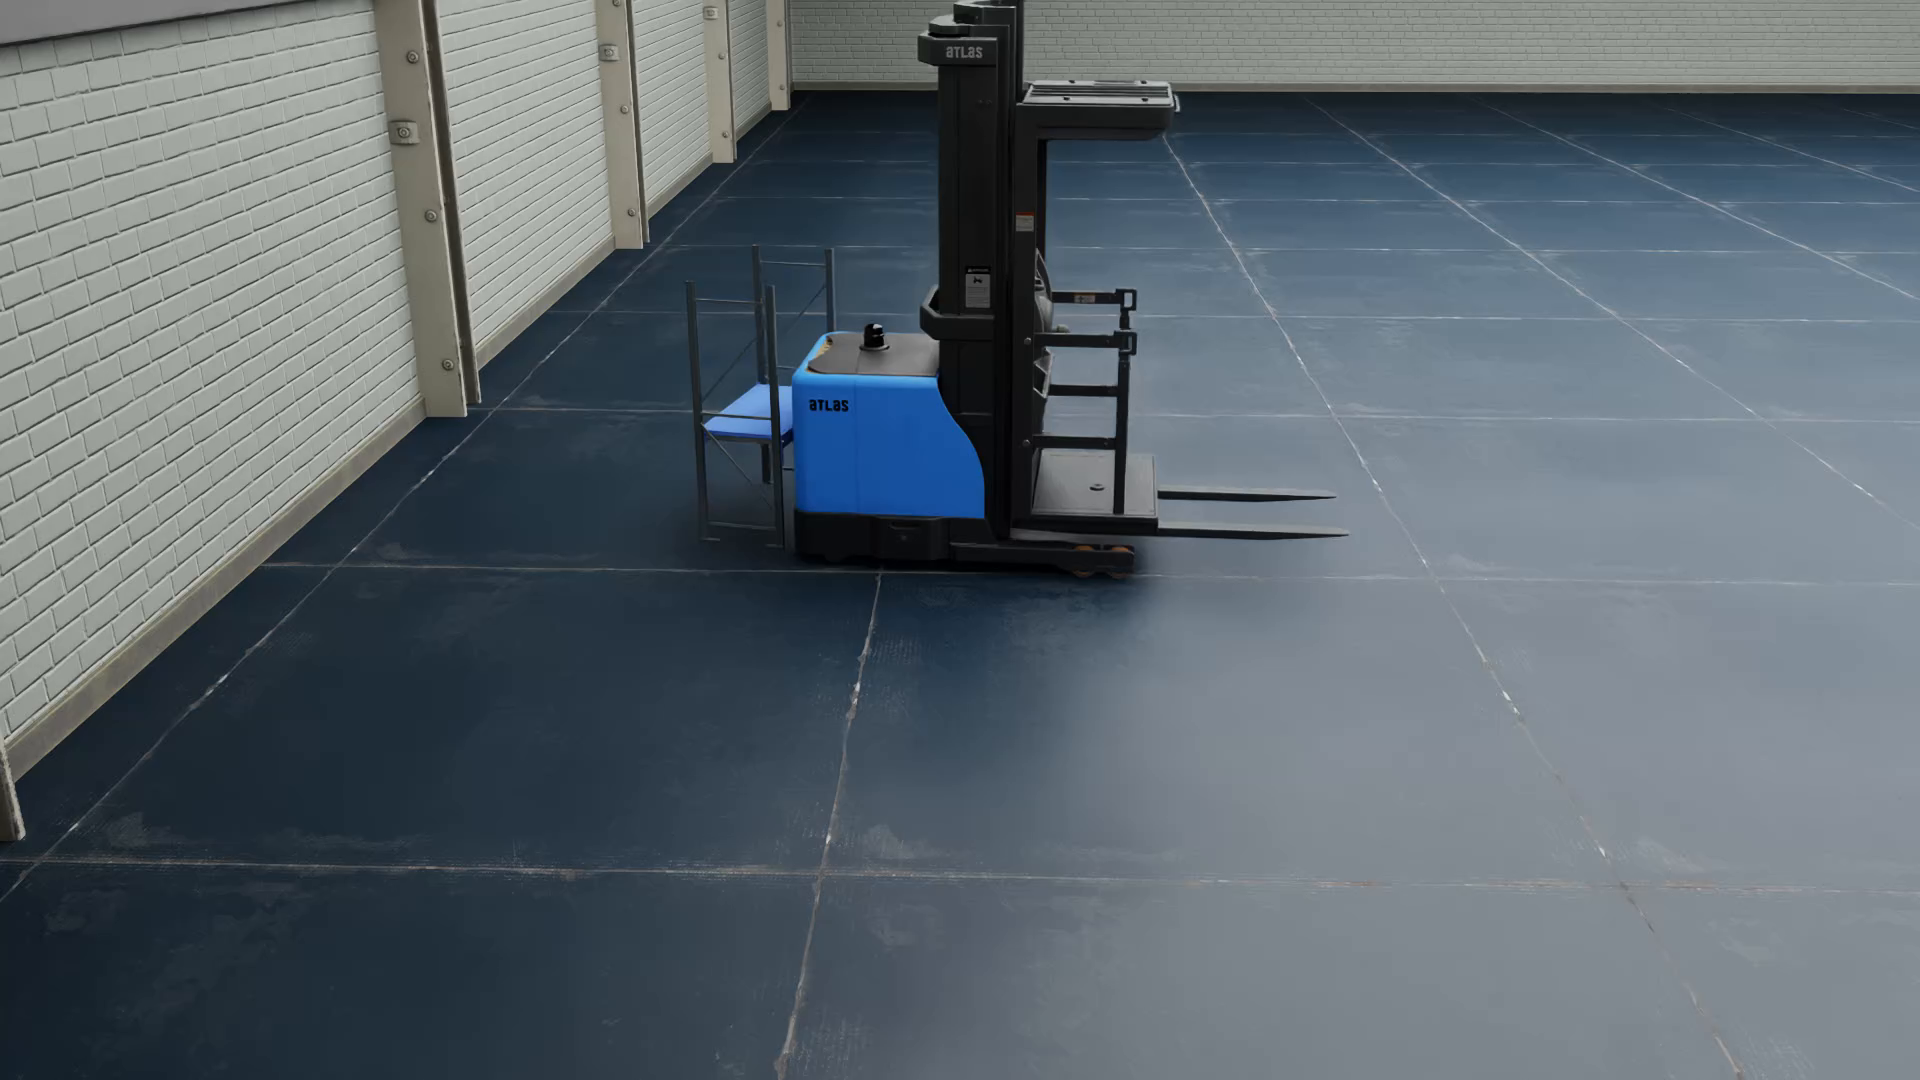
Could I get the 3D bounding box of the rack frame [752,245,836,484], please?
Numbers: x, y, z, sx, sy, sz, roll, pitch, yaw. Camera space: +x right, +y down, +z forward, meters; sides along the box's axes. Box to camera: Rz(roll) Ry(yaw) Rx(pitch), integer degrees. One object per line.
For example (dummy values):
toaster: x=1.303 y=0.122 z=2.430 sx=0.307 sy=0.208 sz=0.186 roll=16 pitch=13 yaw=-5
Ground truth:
rack frame: x=-0.993 y=-1.038 z=10.130 sx=0.500 sy=1.500 sz=0.032 roll=5 pitch=22 yaw=13

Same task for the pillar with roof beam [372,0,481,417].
pillar with roof beam: x=0.649 y=-5.092 z=10.213 sx=9.100 sy=9.000 sz=0.400 roll=1 pitch=21 yaw=2

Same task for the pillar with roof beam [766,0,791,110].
pillar with roof beam: x=1.197 y=-11.600 z=26.986 sx=9.100 sy=9.000 sz=0.400 roll=1 pitch=21 yaw=2

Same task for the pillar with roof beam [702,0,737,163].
pillar with roof beam: x=1.014 y=-9.431 z=21.395 sx=9.100 sy=9.000 sz=0.400 roll=1 pitch=21 yaw=2

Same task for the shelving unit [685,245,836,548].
shelving unit: x=-1.116 y=-0.859 z=9.670 sx=0.538 sy=1.500 sz=1.048 roll=5 pitch=22 yaw=13

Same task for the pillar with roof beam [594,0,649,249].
pillar with roof beam: x=0.832 y=-7.262 z=15.804 sx=9.100 sy=9.000 sz=0.400 roll=1 pitch=21 yaw=2

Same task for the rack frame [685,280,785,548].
rack frame: x=-1.239 y=-0.681 z=9.210 sx=0.500 sy=1.500 sz=0.032 roll=5 pitch=22 yaw=13

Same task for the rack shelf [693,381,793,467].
rack shelf: x=-1.116 y=-0.692 z=9.735 sx=0.538 sy=0.185 sz=1.000 roll=5 pitch=22 yaw=13

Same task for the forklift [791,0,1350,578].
forklift: x=0.633 y=-1.362 z=8.988 sx=3.031 sy=2.935 sz=1.130 roll=2 pitch=21 yaw=5
